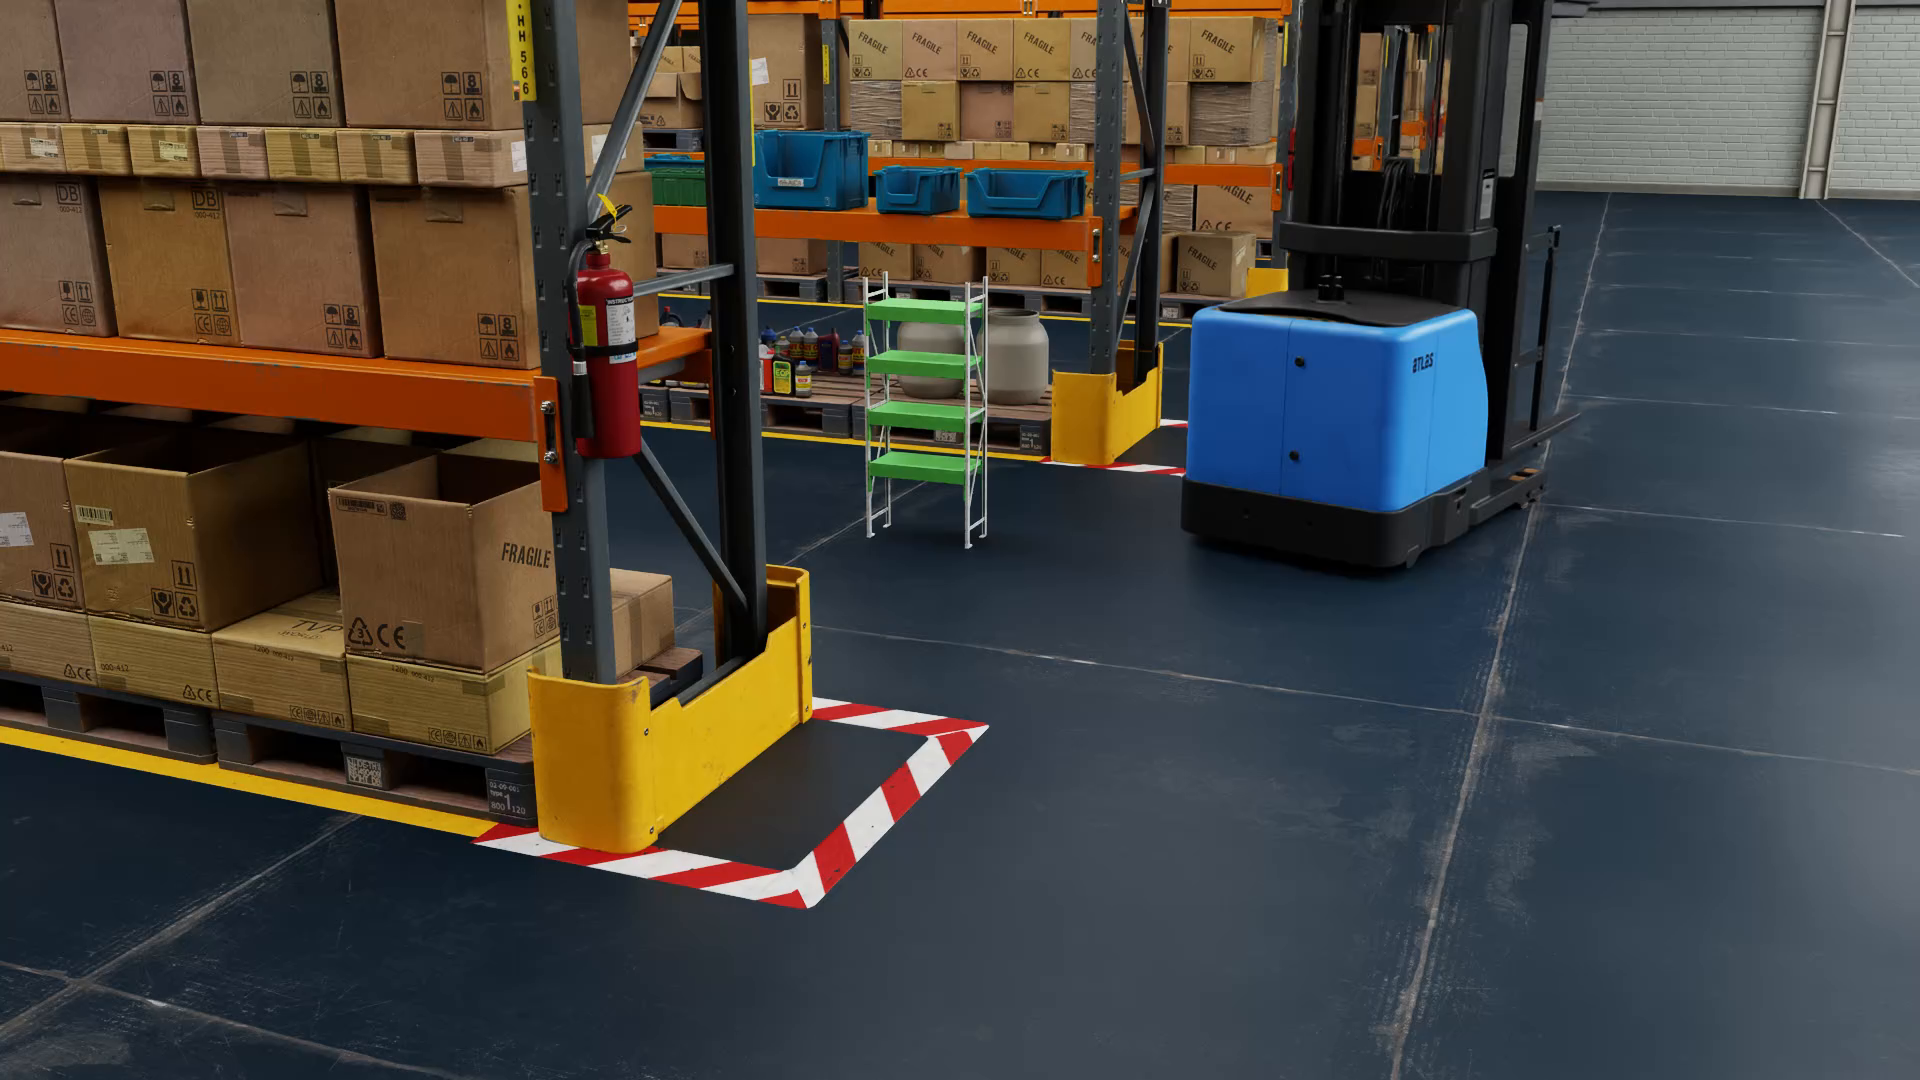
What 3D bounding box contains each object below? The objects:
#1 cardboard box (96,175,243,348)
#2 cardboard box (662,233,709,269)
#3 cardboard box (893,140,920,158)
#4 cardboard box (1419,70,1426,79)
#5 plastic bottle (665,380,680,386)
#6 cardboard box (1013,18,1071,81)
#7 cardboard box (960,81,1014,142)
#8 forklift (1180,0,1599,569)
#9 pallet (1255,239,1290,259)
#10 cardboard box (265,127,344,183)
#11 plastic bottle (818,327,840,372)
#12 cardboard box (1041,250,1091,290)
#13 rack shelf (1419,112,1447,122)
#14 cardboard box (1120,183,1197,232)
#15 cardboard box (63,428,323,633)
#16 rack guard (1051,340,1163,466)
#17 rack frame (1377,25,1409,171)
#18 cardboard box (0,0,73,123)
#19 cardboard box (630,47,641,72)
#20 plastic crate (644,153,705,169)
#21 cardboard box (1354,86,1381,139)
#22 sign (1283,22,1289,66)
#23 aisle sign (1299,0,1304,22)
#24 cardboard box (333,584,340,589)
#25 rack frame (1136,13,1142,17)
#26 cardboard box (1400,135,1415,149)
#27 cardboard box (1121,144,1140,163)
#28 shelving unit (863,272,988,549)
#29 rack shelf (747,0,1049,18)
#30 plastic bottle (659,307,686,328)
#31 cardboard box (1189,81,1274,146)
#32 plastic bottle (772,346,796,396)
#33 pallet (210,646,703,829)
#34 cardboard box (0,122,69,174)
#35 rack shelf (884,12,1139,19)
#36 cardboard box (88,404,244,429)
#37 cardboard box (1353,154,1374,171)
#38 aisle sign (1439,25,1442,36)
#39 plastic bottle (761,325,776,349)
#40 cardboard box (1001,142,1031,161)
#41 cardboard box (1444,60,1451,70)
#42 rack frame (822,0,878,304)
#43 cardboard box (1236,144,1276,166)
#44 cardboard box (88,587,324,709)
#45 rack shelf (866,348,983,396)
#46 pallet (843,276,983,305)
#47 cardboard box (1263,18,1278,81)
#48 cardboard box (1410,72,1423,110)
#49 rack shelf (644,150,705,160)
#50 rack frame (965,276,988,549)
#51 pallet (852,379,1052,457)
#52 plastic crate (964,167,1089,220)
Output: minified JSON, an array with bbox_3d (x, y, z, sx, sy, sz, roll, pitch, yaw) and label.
[{"bbox_3d":[-2.256,-0.932,5.323,0.500,0.500,0.700,6,17,21],"label":"cardboard box"},{"bbox_3d":[-2.480,-2.896,15.963,0.500,0.500,0.700,5,17,16],"label":"cardboard box"},{"bbox_3d":[-0.399,-3.438,14.586,0.250,0.149,0.380,6,17,21],"label":"cardboard box"},{"bbox_3d":[7.541,-7.495,26.769,0.250,0.149,0.380,7,17,22],"label":"cardboard box"},{"bbox_3d":[-1.748,-1.044,10.120,0.097,0.201,0.097,0,16,0],"label":"plastic bottle"},{"bbox_3d":[0.766,-4.115,13.960,0.500,0.500,0.500,6,17,21],"label":"cardboard box"},{"bbox_3d":[0.391,-3.749,14.495,0.500,0.500,0.875,6,17,21],"label":"cardboard box"},{"bbox_3d":[2.305,-1.634,8.043,1.130,2.935,3.031,12,20,36],"label":"forklift"},{"bbox_3d":[3.903,-3.295,18.645,1.213,0.211,1.003,6,17,21],"label":"pallet"},{"bbox_3d":[-1.784,-1.129,4.841,0.250,0.149,0.380,6,17,20],"label":"cardboard box"},{"bbox_3d":[-0.832,-1.213,10.555,0.133,0.283,0.061,7,17,22],"label":"plastic bottle"},{"bbox_3d":[1.043,-2.487,14.591,0.500,0.500,0.500,8,18,26],"label":"cardboard box"},{"bbox_3d":[6.355,-7.014,27.743,4.000,0.370,1.077,6,17,21],"label":"rack shelf"},{"bbox_3d":[2.354,-3.989,19.093,0.875,0.875,0.875,6,17,21],"label":"cardboard box"},{"bbox_3d":[-2.420,-0.045,5.283,0.500,0.500,0.500,6,17,21],"label":"cardboard box"},{"bbox_3d":[0.856,-0.807,9.557,0.348,0.500,1.175,6,17,21],"label":"rack guard"},{"bbox_3d":[4.675,-4.573,18.044,0.127,3.000,1.000,6,17,21],"label":"rack frame"},{"bbox_3d":[-2.782,-1.610,5.334,0.500,0.500,0.700,6,17,21],"label":"cardboard box"},{"bbox_3d":[-5.306,-7.599,26.497,0.500,0.500,0.500,6,17,20],"label":"cardboard box"},{"bbox_3d":[-1.648,-2.307,10.507,0.616,0.251,0.499,6,17,21],"label":"plastic crate"},{"bbox_3d":[4.314,-4.671,18.114,0.550,0.550,0.875,6,17,21],"label":"cardboard box"},{"bbox_3d":[2.539,-3.863,12.955,0.005,0.325,0.100,6,17,21],"label":"sign"},{"bbox_3d":[2.709,-4.461,12.997,0.004,0.787,0.394,6,17,21],"label":"aisle sign"},{"bbox_3d":[-1.761,0.228,5.686,0.500,0.250,0.500,6,17,21],"label":"cardboard box"},{"bbox_3d":[2.677,-6.276,23.912,0.127,3.000,1.000,6,17,21],"label":"rack frame"},{"bbox_3d":[7.195,-6.533,27.182,0.500,0.250,0.500,7,17,22],"label":"cardboard box"},{"bbox_3d":[1.493,-3.255,13.958,0.250,0.149,0.380,6,17,21],"label":"cardboard box"},{"bbox_3d":[-0.154,-0.593,7.565,0.503,1.200,0.258,6,17,21],"label":"shelving unit"},{"bbox_3d":[-0.906,-6.281,19.841,4.000,0.370,1.077,6,17,21],"label":"rack shelf"},{"bbox_3d":[-1.894,-1.350,10.904,0.185,0.351,0.144,5,17,18],"label":"plastic bottle"},{"bbox_3d":[2.260,-3.551,13.812,0.500,0.500,0.875,6,17,21],"label":"cardboard box"},{"bbox_3d":[-1.041,-1.000,9.822,0.133,0.283,0.061,7,17,22],"label":"plastic bottle"},{"bbox_3d":[-1.604,0.544,5.421,1.213,0.211,1.003,6,17,21],"label":"pallet"},{"bbox_3d":[-2.746,-1.235,5.205,0.250,0.149,0.380,6,17,20],"label":"cardboard box"},{"bbox_3d":[0.816,-7.576,24.298,4.000,0.370,1.077,6,17,21],"label":"rack shelf"},{"bbox_3d":[-2.688,-0.236,5.939,0.500,0.500,0.500,6,17,21],"label":"cardboard box"},{"bbox_3d":[5.557,-5.122,22.772,0.500,0.500,0.500,6,17,21],"label":"cardboard box"},{"bbox_3d":[6.349,-7.034,21.859,0.004,0.787,0.394,6,17,21],"label":"aisle sign"},{"bbox_3d":[-1.229,-1.245,10.688,0.097,0.271,0.097,0,16,0],"label":"plastic bottle"},{"bbox_3d":[0.530,-3.335,14.232,0.250,0.149,0.380,6,17,21],"label":"cardboard box"},{"bbox_3d":[7.805,-7.639,26.730,0.250,0.149,0.380,6,17,21],"label":"cardboard box"},{"bbox_3d":[-0.960,-3.706,15.058,0.127,3.000,1.000,6,17,21],"label":"rack frame"},{"bbox_3d":[2.421,-3.152,13.600,0.250,0.149,0.380,6,17,21],"label":"cardboard box"},{"bbox_3d":[-2.419,0.314,5.390,0.500,0.250,0.500,6,17,21],"label":"cardboard box"},{"bbox_3d":[-0.154,-0.762,7.516,0.480,0.148,0.258,6,17,21],"label":"rack shelf"},{"bbox_3d":[-0.322,-2.307,15.242,1.213,0.211,1.003,6,17,21],"label":"pallet"},{"bbox_3d":[2.350,-4.095,13.891,0.500,0.500,0.500,6,17,21],"label":"cardboard box"},{"bbox_3d":[6.059,-6.178,22.861,0.500,0.500,0.500,6,17,20],"label":"cardboard box"},{"bbox_3d":[-2.820,-3.565,15.863,4.000,0.370,1.077,6,17,21],"label":"rack shelf"},{"bbox_3d":[0.073,-0.568,7.479,0.015,1.200,0.240,6,17,21],"label":"rack frame"},{"bbox_3d":[0.102,-0.753,9.889,1.213,0.211,1.003,6,17,21],"label":"pallet"},{"bbox_3d":[0.369,-1.914,9.154,0.616,0.251,0.499,6,17,21],"label":"plastic crate"}]
